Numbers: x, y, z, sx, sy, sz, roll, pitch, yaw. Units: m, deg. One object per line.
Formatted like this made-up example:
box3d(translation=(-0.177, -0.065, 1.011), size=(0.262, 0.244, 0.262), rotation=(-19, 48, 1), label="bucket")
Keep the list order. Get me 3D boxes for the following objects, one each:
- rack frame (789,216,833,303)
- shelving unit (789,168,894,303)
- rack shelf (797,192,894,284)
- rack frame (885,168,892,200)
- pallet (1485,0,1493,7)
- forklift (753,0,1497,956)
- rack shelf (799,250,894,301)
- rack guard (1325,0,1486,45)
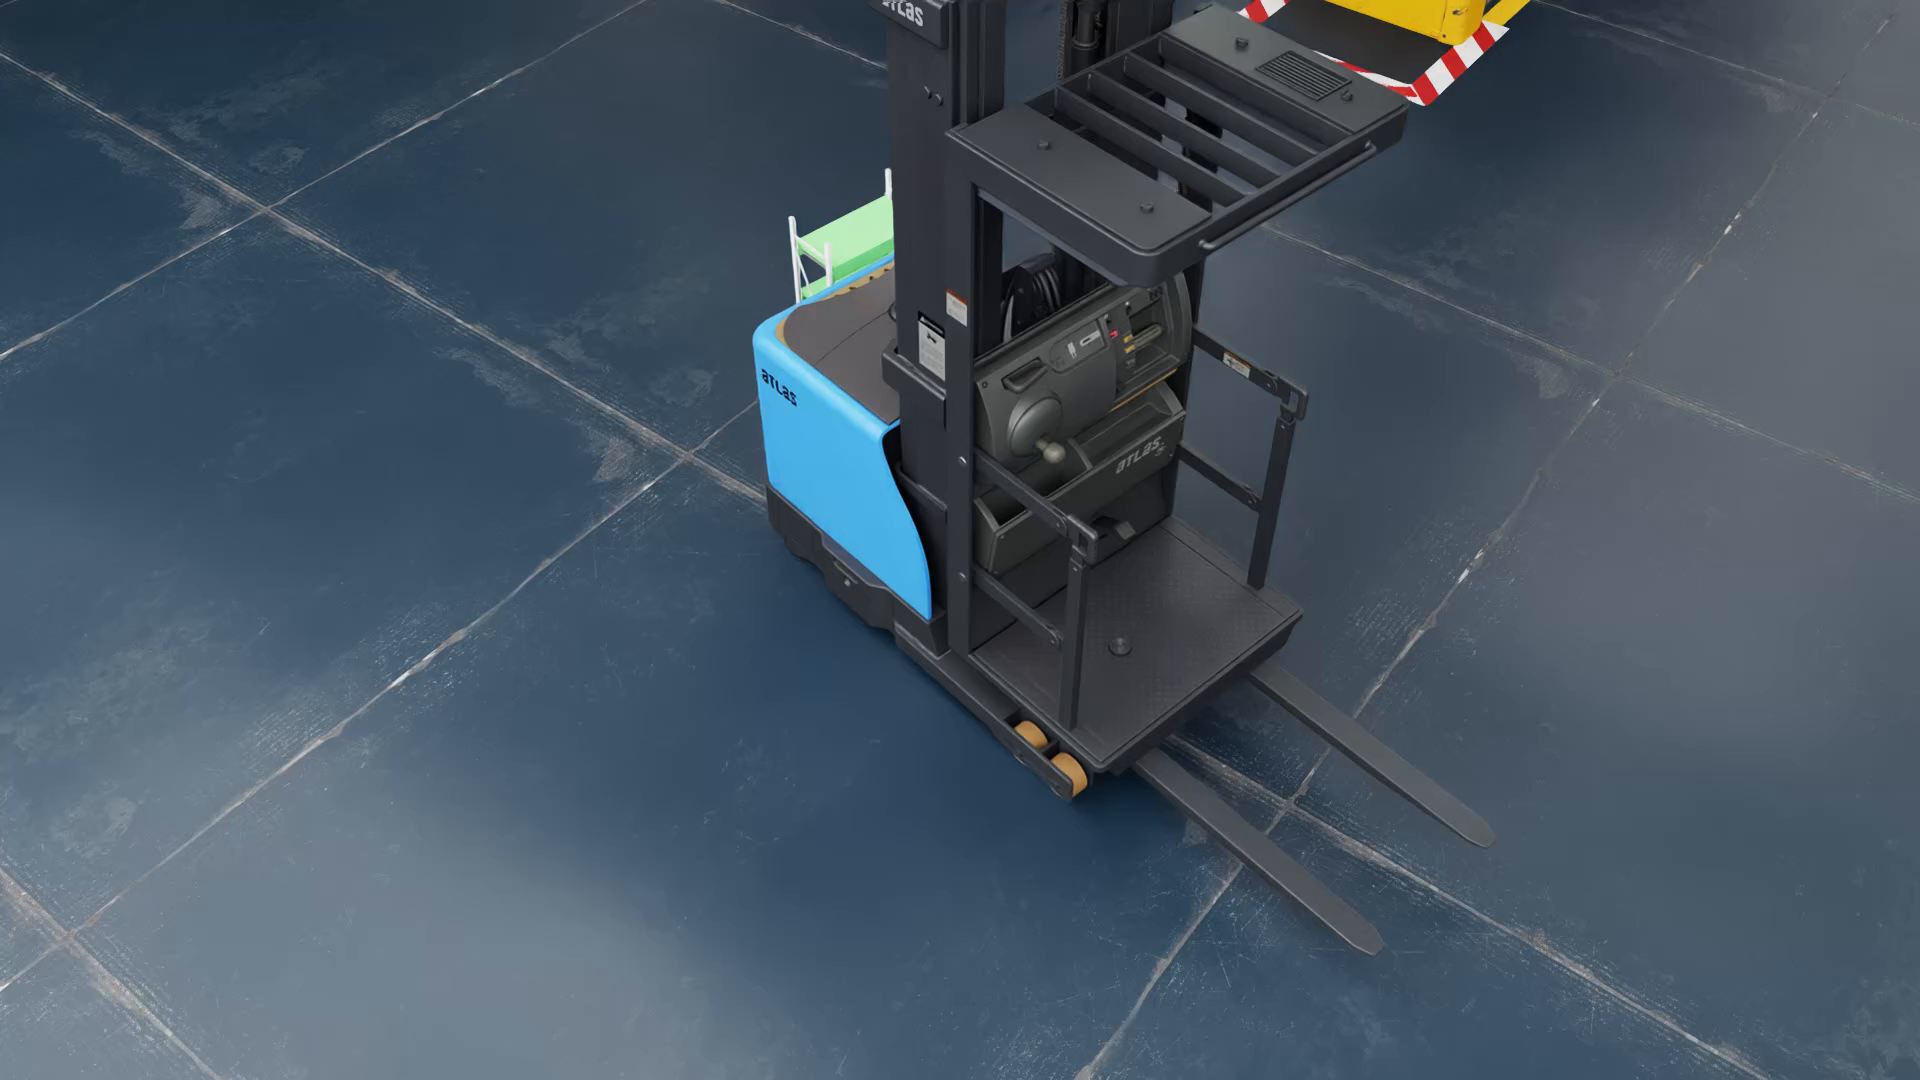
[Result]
box3d(translation=(-0.578, -0.776, 6.826), size=(0.015, 1.200, 0.240), rotation=(-33, 55, -27), label="rack frame")
box3d(translation=(-0.397, -0.893, 6.938), size=(0.503, 1.200, 0.258), rotation=(-33, 55, -27), label="shelving unit")
box3d(translation=(-0.397, -1.181, 6.638), size=(0.480, 0.148, 0.258), rotation=(-33, 55, -27), label="rack shelf")
box3d(translation=(-0.215, -1.011, 7.051), size=(0.015, 1.200, 0.240), rotation=(-33, 55, -27), label="rack frame")
box3d(translation=(3.029, -3.747, 10.348), size=(1.003, 0.211, 1.213), rotation=(29, 53, 25), label="pallet")
box3d(translation=(0.565, -0.500, 5.365), size=(1.130, 2.935, 3.031), rotation=(-33, 55, -27), label="forklift")
box3d(translation=(-0.397, -1.015, 6.811), size=(0.480, 0.148, 0.258), rotation=(-33, 55, -27), label="rack shelf")
box3d(translation=(2.528, -3.384, 9.802), size=(1.175, 0.500, 0.348), rotation=(29, 53, 25), label="rack guard")
